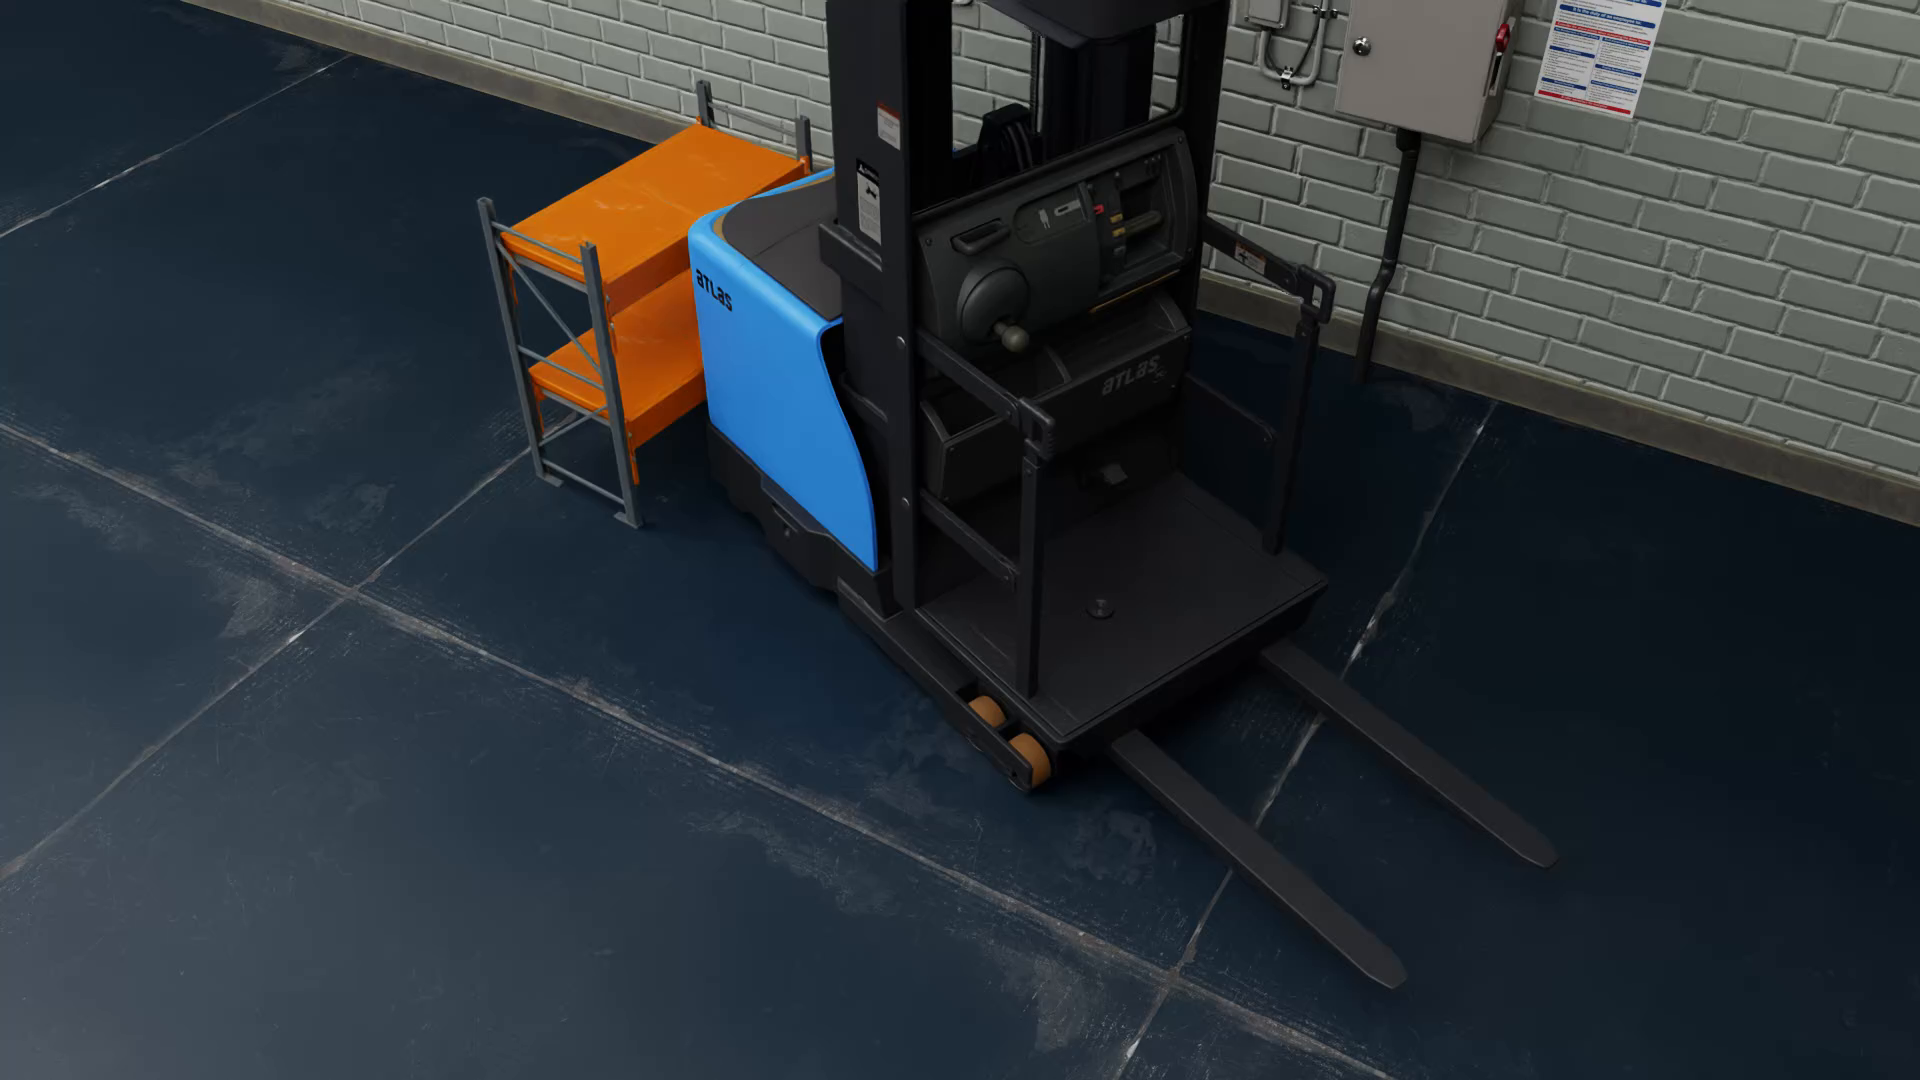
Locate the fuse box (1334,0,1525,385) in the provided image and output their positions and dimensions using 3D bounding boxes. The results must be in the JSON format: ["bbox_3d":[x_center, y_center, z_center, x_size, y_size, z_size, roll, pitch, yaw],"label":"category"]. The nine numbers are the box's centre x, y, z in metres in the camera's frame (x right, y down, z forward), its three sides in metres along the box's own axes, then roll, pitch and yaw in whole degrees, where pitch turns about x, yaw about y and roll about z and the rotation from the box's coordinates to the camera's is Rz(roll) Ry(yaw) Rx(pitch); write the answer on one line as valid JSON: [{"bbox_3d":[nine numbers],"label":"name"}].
[{"bbox_3d":[1.555,-1.234,5.856,0.539,1.711,0.414,21,45,22],"label":"fuse box"}]

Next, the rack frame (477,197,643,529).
[{"bbox_3d":[-1.321,-0.566,5.542,0.500,1.125,0.032,25,47,26],"label":"rack frame"}]

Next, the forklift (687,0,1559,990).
[{"bbox_3d":[0.415,-0.737,4.369,1.130,2.935,3.031,-27,48,-27],"label":"forklift"}]

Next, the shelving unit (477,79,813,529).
[{"bbox_3d":[-1.023,-0.839,5.851,0.538,1.125,1.048,25,47,26],"label":"shelving unit"}]

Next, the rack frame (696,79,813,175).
[{"bbox_3d":[-0.725,-1.111,6.160,0.500,1.125,0.032,25,47,26],"label":"rack frame"}]

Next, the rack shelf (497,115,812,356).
[{"bbox_3d":[-1.023,-1.058,5.658,0.538,0.278,1.000,25,47,26],"label":"rack shelf"}]

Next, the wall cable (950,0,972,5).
[{"bbox_3d":[-0.190,-2.889,5.968,0.585,1.953,0.123,21,45,22],"label":"wall cable"}]

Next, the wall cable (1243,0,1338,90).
[{"bbox_3d":[1.044,-2.414,5.453,0.588,1.984,0.122,21,45,22],"label":"wall cable"}]

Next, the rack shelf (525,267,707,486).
[{"bbox_3d":[-1.023,-0.655,6.012,0.538,0.278,1.000,25,47,26],"label":"rack shelf"}]

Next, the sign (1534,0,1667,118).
[{"bbox_3d":[2.087,-1.637,5.411,0.329,0.494,0.001,21,45,22],"label":"sign"}]
